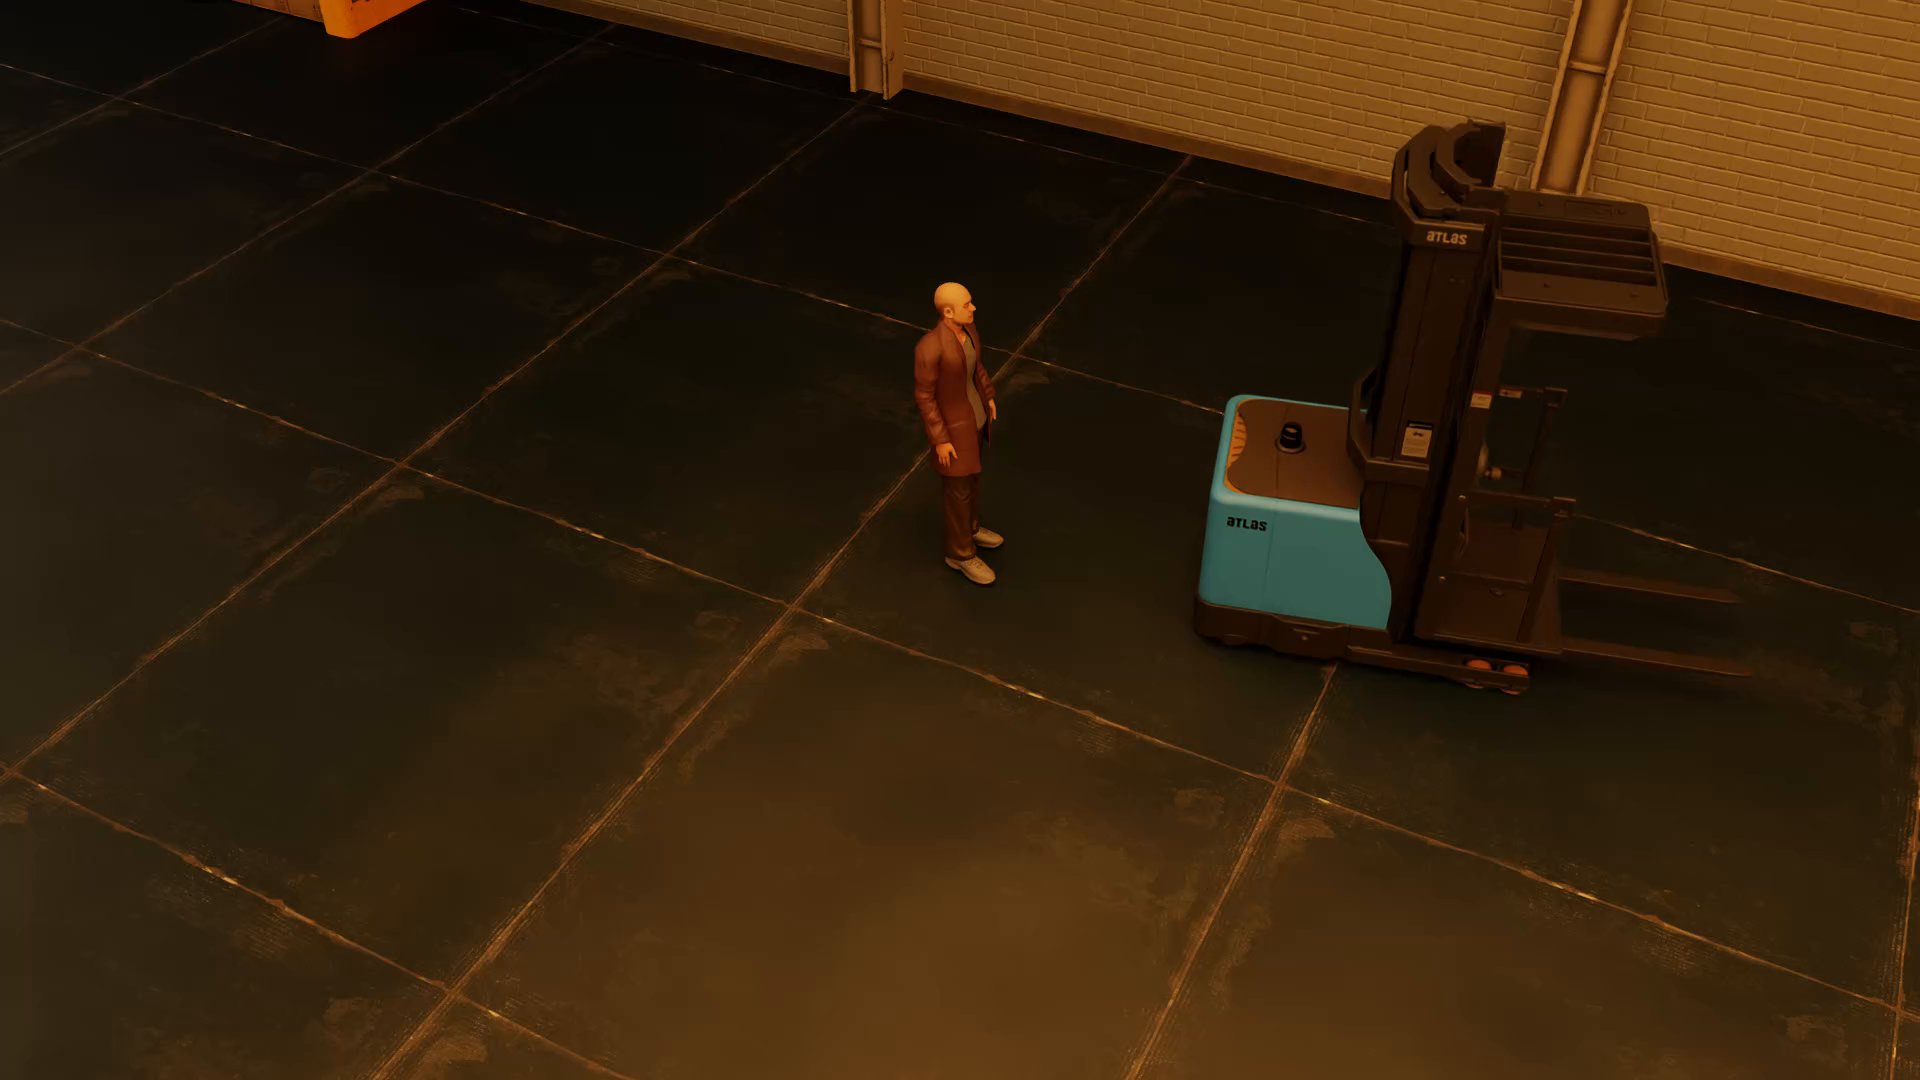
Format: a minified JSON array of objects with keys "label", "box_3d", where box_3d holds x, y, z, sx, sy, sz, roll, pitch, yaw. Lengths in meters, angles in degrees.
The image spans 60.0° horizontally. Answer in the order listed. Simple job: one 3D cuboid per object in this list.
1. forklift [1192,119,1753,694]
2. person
[{"label":"forklift","box_3d":[2.909,-0.641,8.747,3.031,2.935,1.130,8,41,10]},{"label":"person","box_3d":[0.080,-0.656,9.649,0.579,1.778,0.698,18,43,21]}]
